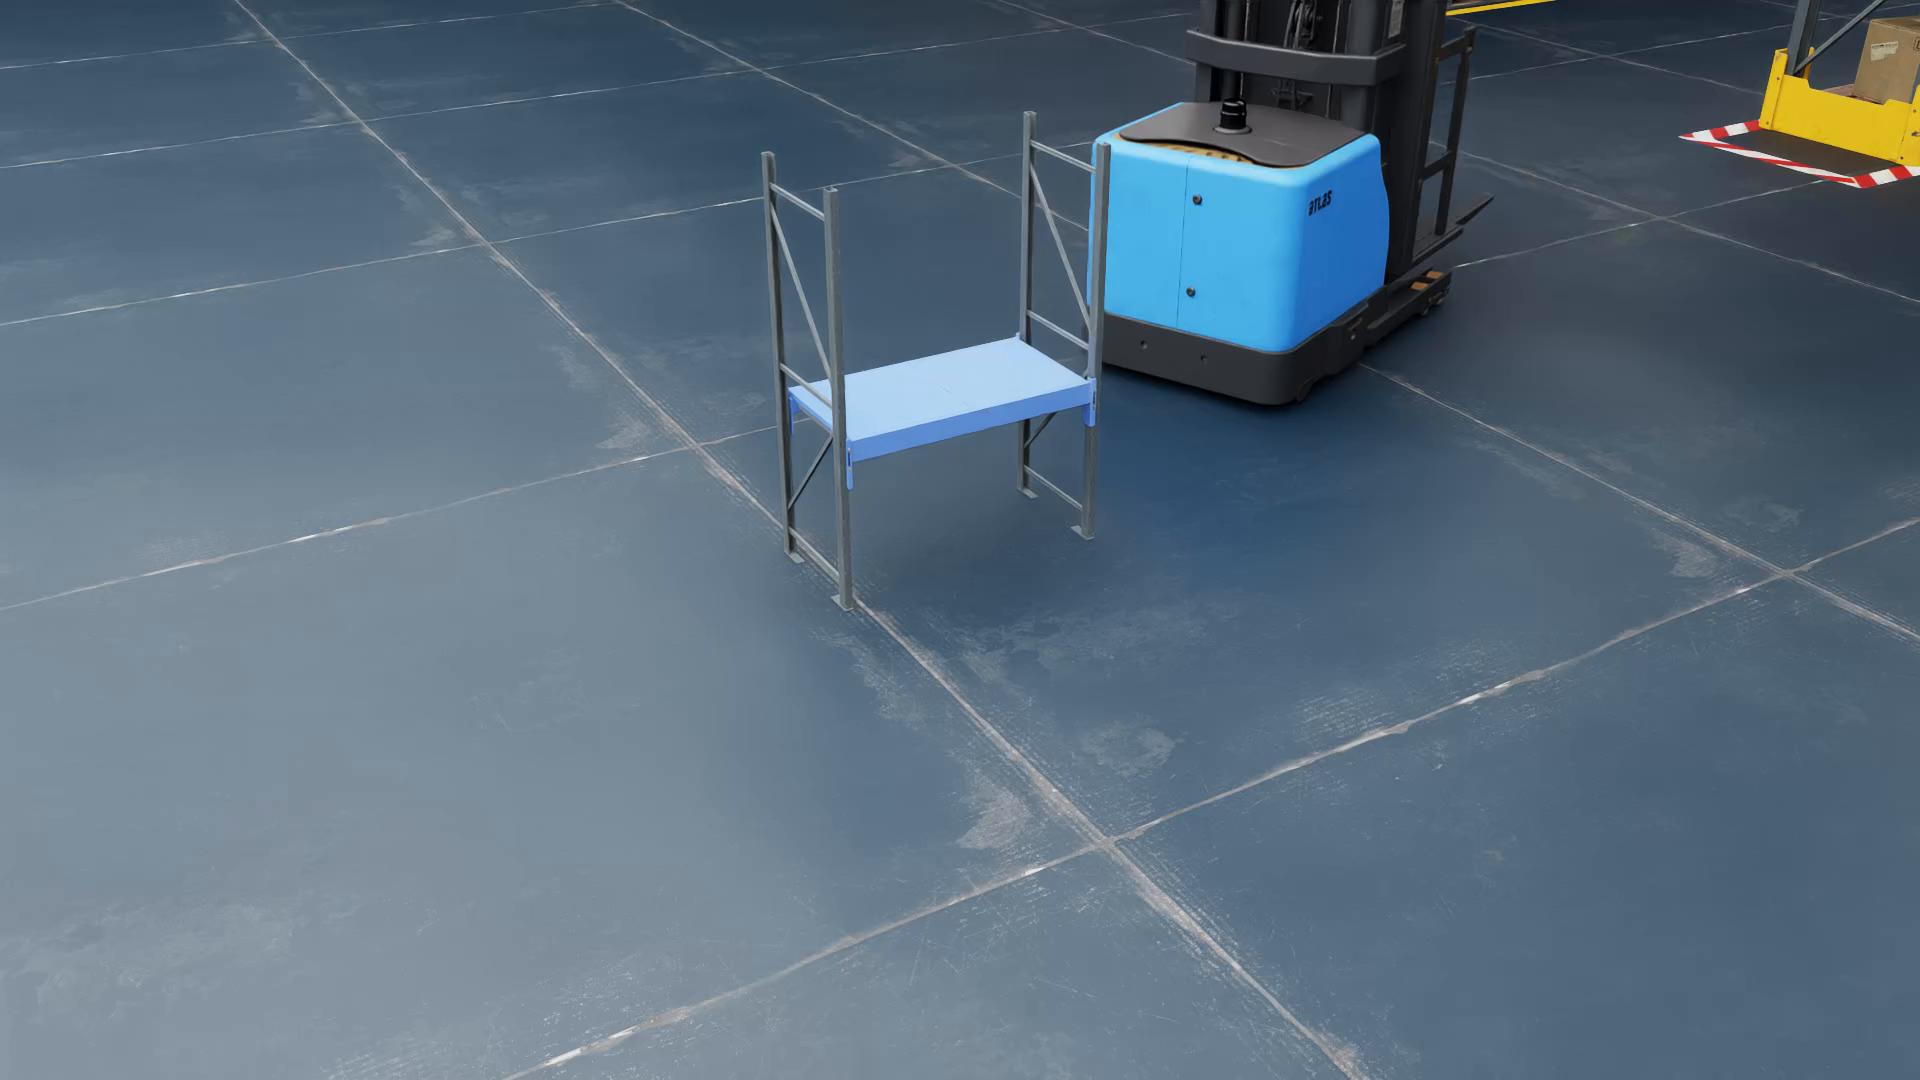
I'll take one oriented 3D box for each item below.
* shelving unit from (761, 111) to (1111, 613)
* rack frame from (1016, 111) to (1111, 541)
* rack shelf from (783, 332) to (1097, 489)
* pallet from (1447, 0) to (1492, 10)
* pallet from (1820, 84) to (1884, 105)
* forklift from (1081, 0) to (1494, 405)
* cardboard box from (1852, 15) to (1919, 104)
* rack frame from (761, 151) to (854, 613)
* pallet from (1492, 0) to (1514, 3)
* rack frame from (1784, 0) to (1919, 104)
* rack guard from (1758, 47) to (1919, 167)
[{"bbox_3d":[-0.074,-0.636,5.850,1.048,1.500,0.538,-16,33,-26],"label":"shelving unit"},{"bbox_3d":[0.365,-0.760,6.075,0.032,1.500,0.500,-16,33,-26],"label":"rack frame"},{"bbox_3d":[-0.074,-0.478,5.937,1.000,0.185,0.538,-16,33,-26],"label":"rack shelf"},{"bbox_3d":[4.057,-5.011,15.111,1.213,0.211,1.003,-16,33,-26],"label":"pallet"},{"bbox_3d":[6.605,-2.915,11.314,1.213,0.211,1.003,-16,33,-26],"label":"pallet"},{"bbox_3d":[1.827,-2.521,7.785,1.130,2.935,3.031,19,34,31],"label":"forklift"},{"bbox_3d":[6.368,-3.169,11.040,0.500,0.500,0.500,-10,30,-17],"label":"cardboard box"},{"bbox_3d":[-0.512,-0.511,5.624,0.032,1.500,0.500,-16,33,-26],"label":"rack frame"},{"bbox_3d":[5.107,-5.307,15.648,1.213,0.211,1.003,-16,33,-26],"label":"pallet"},{"bbox_3d":[5.821,-3.933,10.273,0.127,3.000,1.000,-16,33,-26],"label":"rack frame"},{"bbox_3d":[5.887,-2.857,10.910,0.348,0.500,1.175,-16,33,-26],"label":"rack guard"}]
